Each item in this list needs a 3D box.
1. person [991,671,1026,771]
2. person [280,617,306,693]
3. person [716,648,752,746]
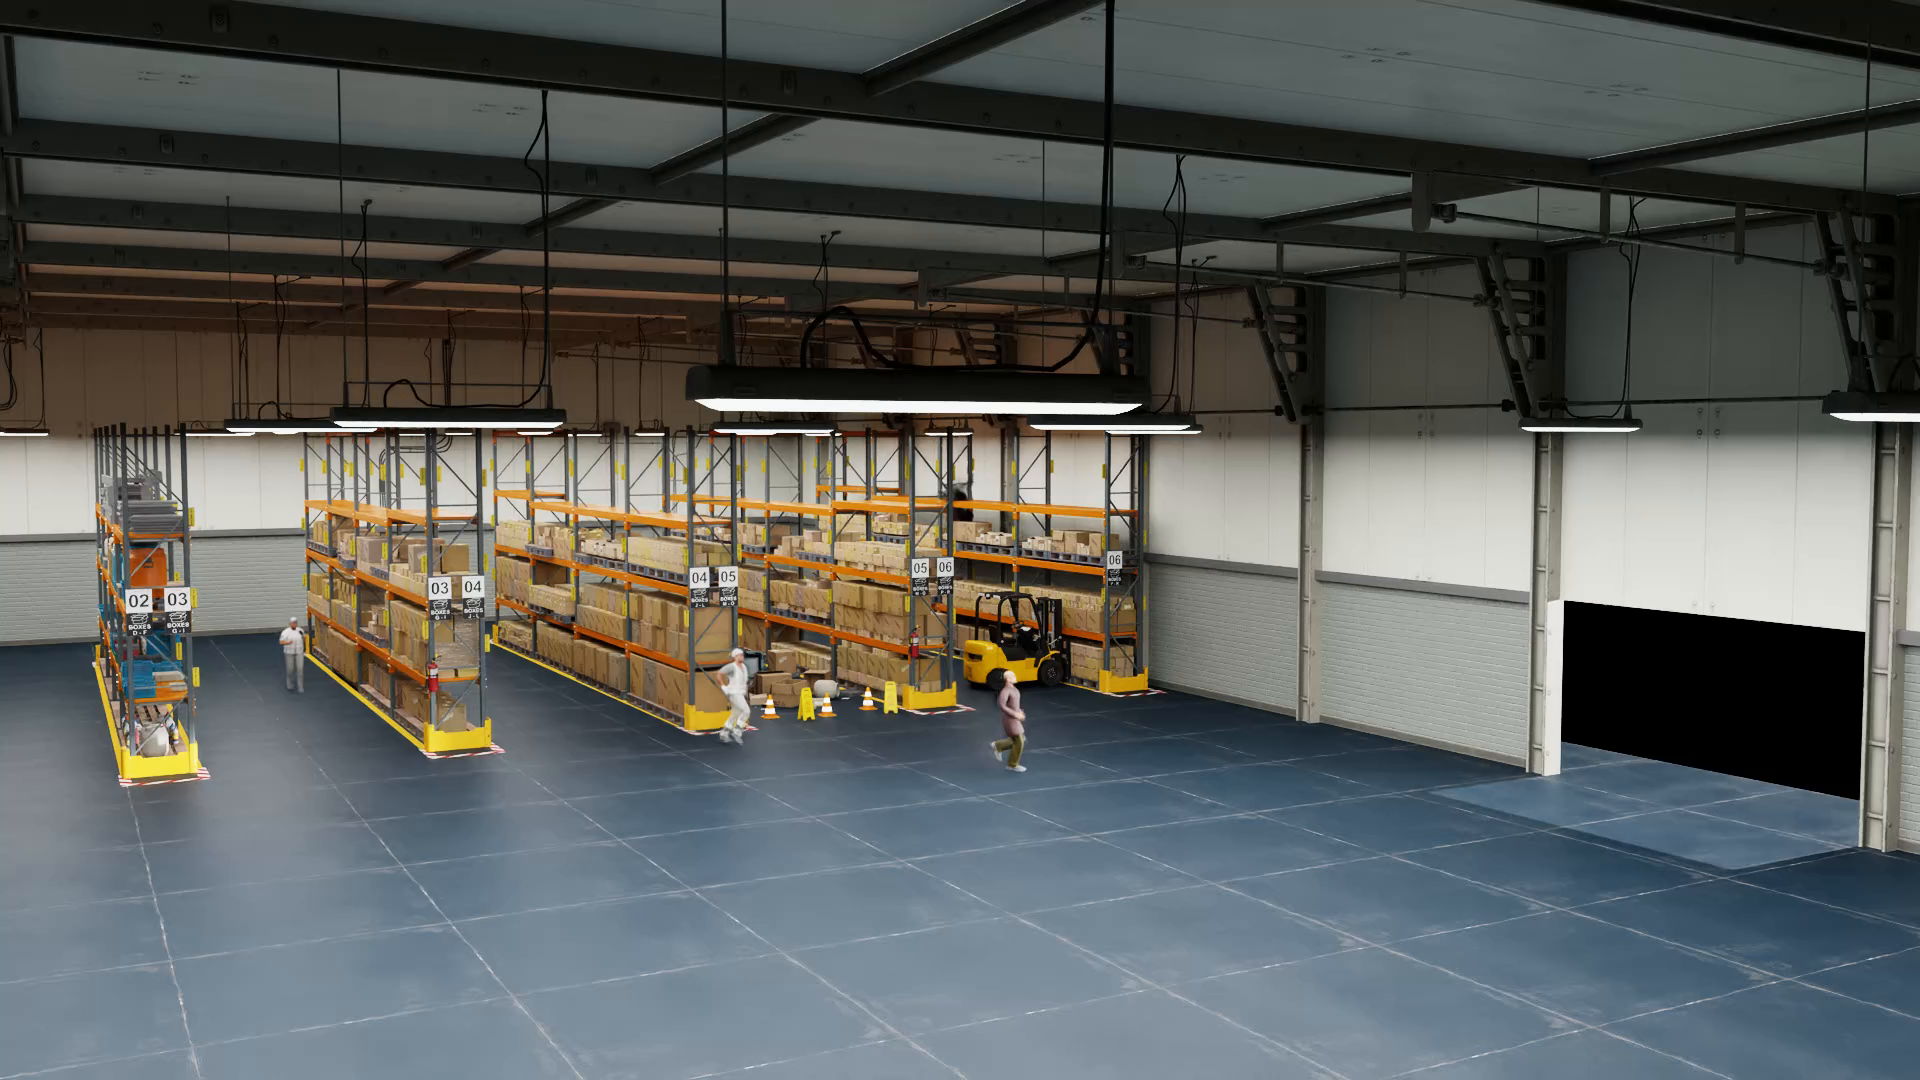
[{"bbox_3d":[0.828,3.124,28.738,0.653,1.739,0.712,1,4,13],"label":"person"},{"bbox_3d":[-15.073,2.580,37.638,0.602,1.663,0.913,-2,4,-31],"label":"person"},{"bbox_3d":[-4.207,2.940,31.347,0.667,1.792,0.665,1,4,17],"label":"person"}]
